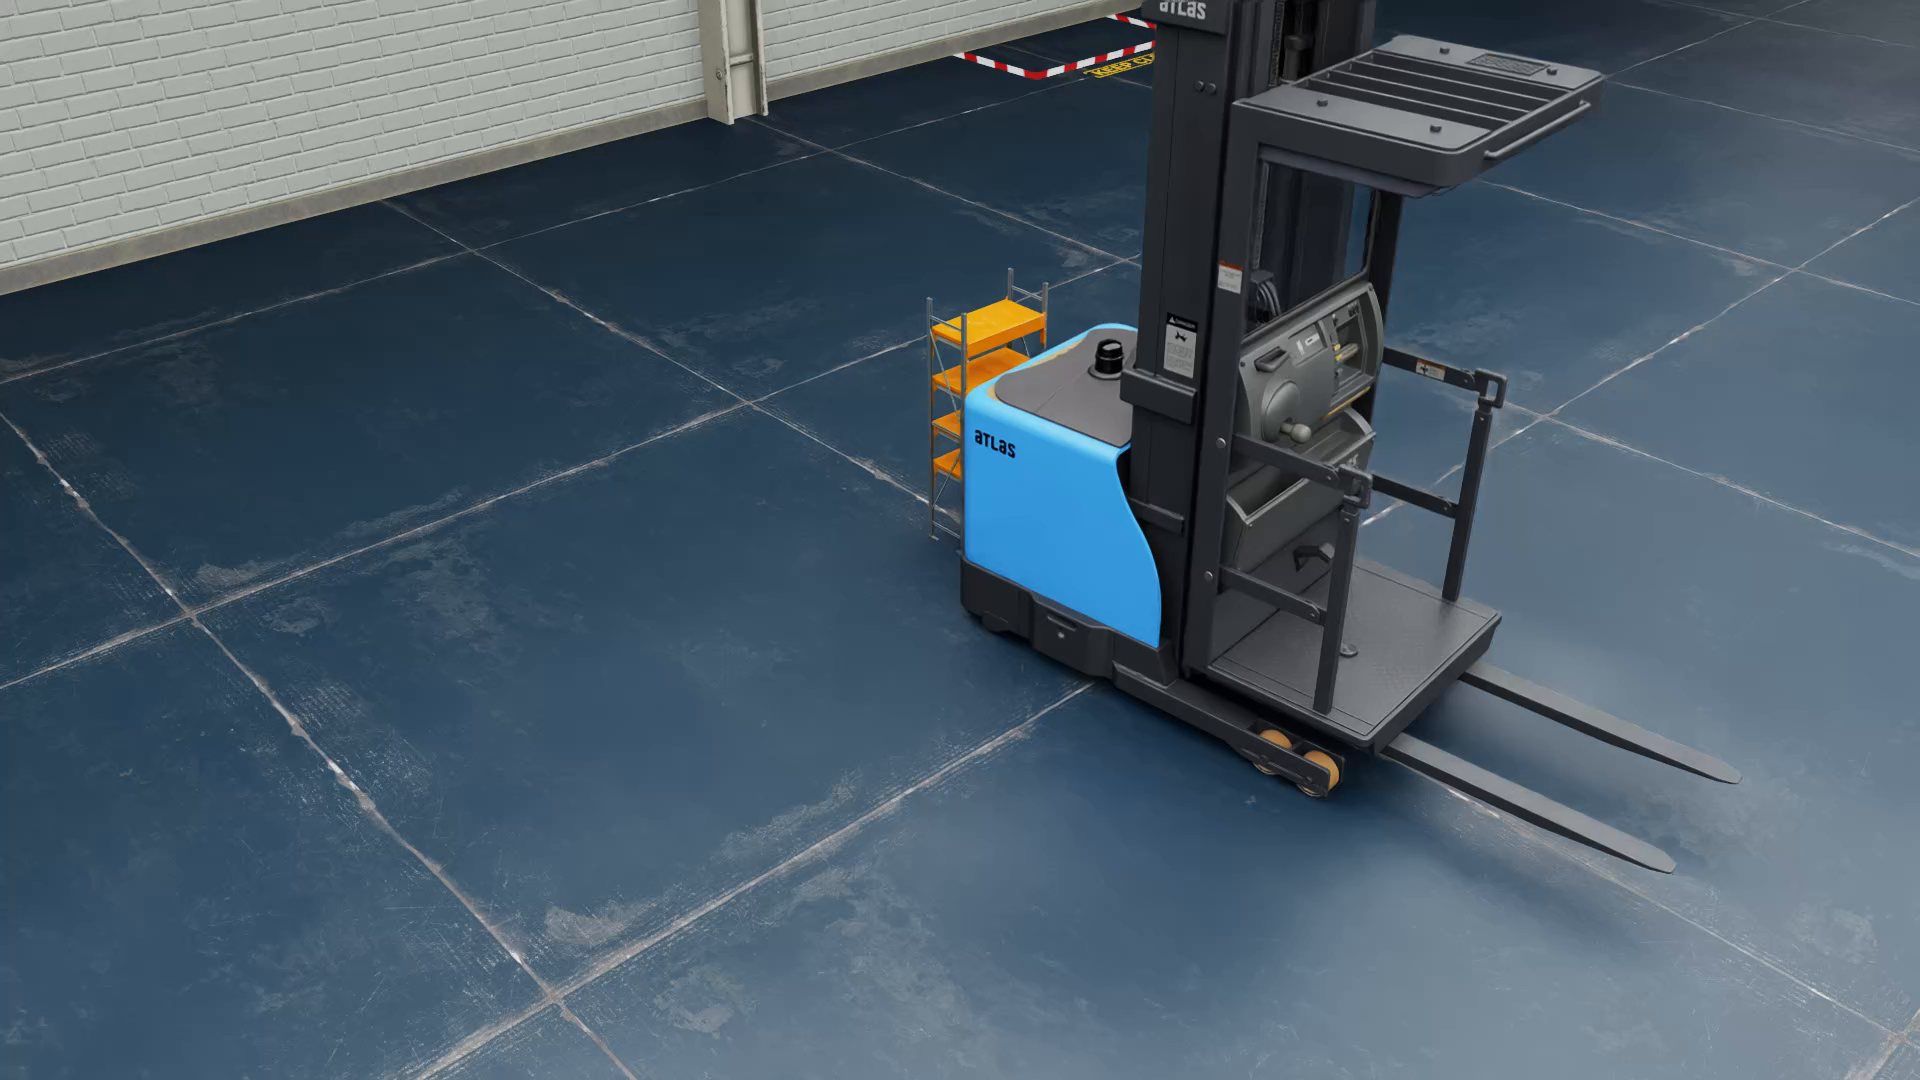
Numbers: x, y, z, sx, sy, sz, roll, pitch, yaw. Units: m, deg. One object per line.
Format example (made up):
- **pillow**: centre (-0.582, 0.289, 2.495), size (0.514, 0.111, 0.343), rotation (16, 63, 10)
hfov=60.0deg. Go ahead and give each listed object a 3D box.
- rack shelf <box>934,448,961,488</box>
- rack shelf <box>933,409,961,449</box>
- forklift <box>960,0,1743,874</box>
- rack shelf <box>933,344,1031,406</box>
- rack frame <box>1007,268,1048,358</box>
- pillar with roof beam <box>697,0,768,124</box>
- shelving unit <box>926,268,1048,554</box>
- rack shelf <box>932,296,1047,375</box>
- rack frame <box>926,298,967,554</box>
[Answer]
- **rack shelf**: centre (0.121, -0.344, 7.672), size (0.480, 0.148, 0.258), rotation (-26, 40, -35)
- **rack shelf**: centre (0.121, -0.513, 7.568), size (0.480, 0.148, 0.258), rotation (-26, 40, -35)
- **forklift**: centre (1.442, -0.607, 5.933), size (3.031, 2.935, 1.130), rotation (25, 39, 34)
- **rack shelf**: centre (0.121, -0.704, 7.451), size (0.480, 0.148, 0.258), rotation (-26, 40, -35)
- **rack frame**: centre (0.300, -0.657, 7.675), size (0.015, 1.200, 0.240), rotation (-26, 40, -35)
- **pillar with roof beam**: centre (1.146, -5.595, 8.273), size (0.400, 9.000, 9.100), rotation (-26, 40, -35)
- **shelving unit**: centre (0.121, -0.571, 7.533), size (0.503, 1.200, 0.258), rotation (-26, 40, -35)
- **rack shelf**: centre (0.121, -0.906, 7.328), size (0.480, 0.148, 0.258), rotation (-26, 40, -35)
- **rack frame**: centre (-0.058, -0.484, 7.391), size (0.015, 1.200, 0.240), rotation (-26, 40, -35)
